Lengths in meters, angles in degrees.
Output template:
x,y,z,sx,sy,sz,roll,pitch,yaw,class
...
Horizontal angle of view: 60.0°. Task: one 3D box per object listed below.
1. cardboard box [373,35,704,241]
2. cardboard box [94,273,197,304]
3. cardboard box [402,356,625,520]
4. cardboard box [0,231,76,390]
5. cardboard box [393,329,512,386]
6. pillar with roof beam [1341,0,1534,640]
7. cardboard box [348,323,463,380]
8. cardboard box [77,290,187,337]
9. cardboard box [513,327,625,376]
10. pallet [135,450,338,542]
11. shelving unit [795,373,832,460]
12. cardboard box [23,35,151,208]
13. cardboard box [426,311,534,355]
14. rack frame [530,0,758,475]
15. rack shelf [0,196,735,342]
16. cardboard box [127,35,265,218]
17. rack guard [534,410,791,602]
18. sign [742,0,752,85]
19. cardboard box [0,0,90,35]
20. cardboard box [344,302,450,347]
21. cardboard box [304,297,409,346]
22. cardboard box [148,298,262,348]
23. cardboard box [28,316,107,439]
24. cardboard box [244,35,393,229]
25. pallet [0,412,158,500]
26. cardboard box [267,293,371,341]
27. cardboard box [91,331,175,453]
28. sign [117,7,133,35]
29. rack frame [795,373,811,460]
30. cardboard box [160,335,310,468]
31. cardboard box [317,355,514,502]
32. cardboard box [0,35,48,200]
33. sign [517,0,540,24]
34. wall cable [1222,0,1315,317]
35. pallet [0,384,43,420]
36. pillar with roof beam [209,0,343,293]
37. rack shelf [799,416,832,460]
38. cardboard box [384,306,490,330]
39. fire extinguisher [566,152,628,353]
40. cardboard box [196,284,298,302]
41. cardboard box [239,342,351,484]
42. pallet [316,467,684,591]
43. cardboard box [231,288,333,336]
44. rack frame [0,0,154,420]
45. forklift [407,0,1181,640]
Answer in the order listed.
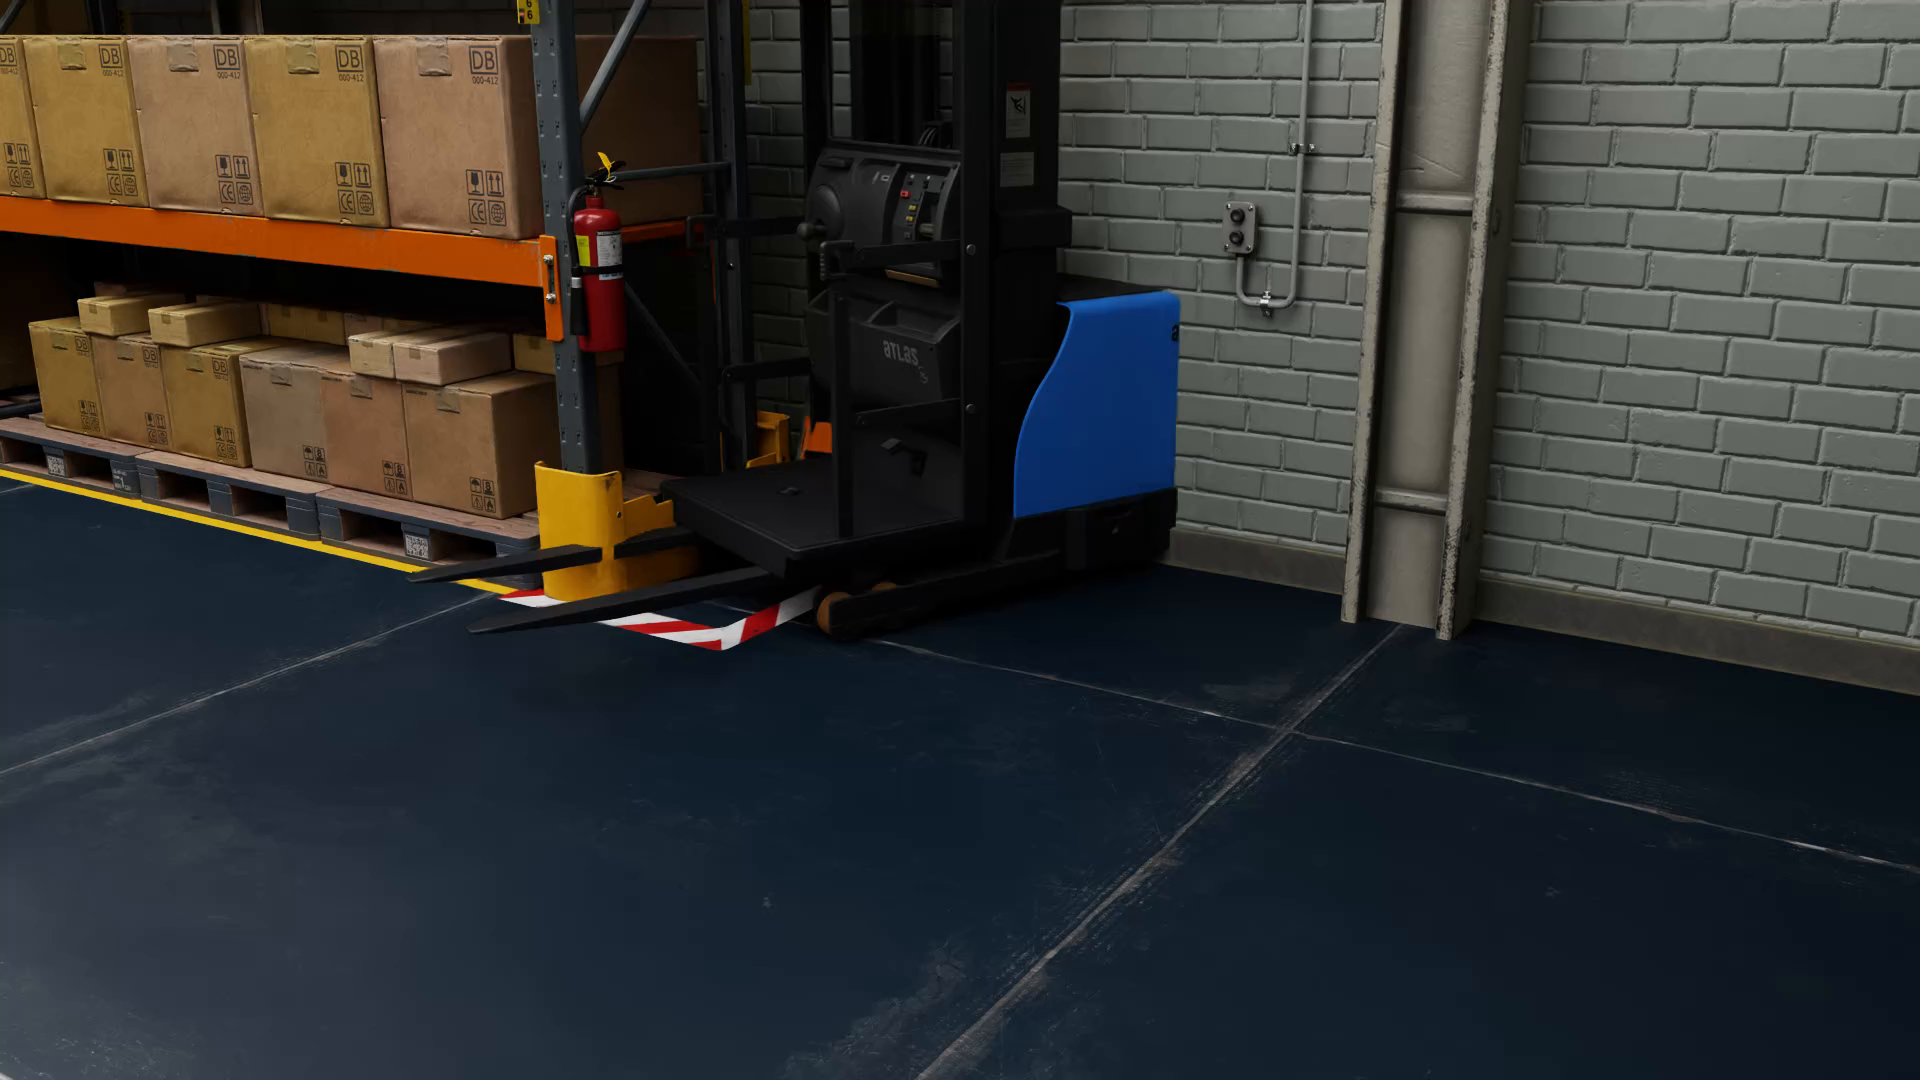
x,y,z,sx,sy,sz,roll,pitch,yaw,class
-1.586,-1.571,6.375,0.700,0.700,0.980,11,20,33,cardboard box
-3.991,-1.208,8.159,0.250,0.149,0.380,10,20,30,cardboard box
-1.795,-0.439,6.743,0.500,0.500,0.700,10,20,30,cardboard box
-5.177,-1.200,8.645,0.750,0.750,0.750,10,20,31,cardboard box
-2.000,-0.723,6.564,0.250,0.149,0.380,10,19,29,cardboard box
-0.646,-2.960,1.143,0.400,9.000,9.100,10,20,30,pillar with roof beam
-2.218,-0.762,6.691,0.250,0.149,0.380,11,20,32,cardboard box
-3.775,-1.039,7.604,0.250,0.149,0.380,11,20,32,cardboard box
-1.584,-0.780,6.749,0.250,0.149,0.380,10,20,30,cardboard box
-2.904,-0.306,7.525,1.213,0.211,1.003,10,20,30,pallet
-0.055,-0.522,6.659,1.048,1.125,0.538,8,-1,33,shelving unit
-3.482,-1.905,7.476,0.700,0.700,0.980,10,19,29,cardboard box
-2.016,-0.856,7.002,0.250,0.149,0.380,10,20,30,cardboard box
-1.147,-1.352,6.171,0.127,3.000,1.000,10,20,30,rack frame
-2.851,-1.312,7.277,4.000,0.370,1.077,10,20,30,rack shelf
-2.857,-1.797,7.120,0.700,0.700,0.980,9,19,27,cardboard box
-1.126,-0.152,6.523,0.348,0.500,1.175,10,20,30,rack guard
-0.851,-1.941,6.484,0.005,0.325,0.100,10,20,30,sign
-4.811,-2.654,8.447,0.500,0.250,0.500,11,20,32,cardboard box
-2.447,-0.933,7.254,0.250,0.149,0.380,10,20,31,cardboard box
-2.666,-0.972,7.382,0.250,0.149,0.380,10,20,31,cardboard box
-3.330,-0.960,7.343,0.250,0.149,0.380,9,19,28,cardboard box
-3.972,-0.826,8.019,0.500,0.500,0.700,10,20,31,cardboard box
-2.212,-1.679,6.730,0.700,0.700,0.980,10,20,30,cardboard box
-3.948,-0.491,8.135,1.213,0.211,1.003,10,20,30,pallet
-2.881,-1.011,7.509,0.250,0.149,0.380,10,19,29,cardboard box
-3.545,-0.749,7.764,0.500,0.500,0.700,10,20,30,cardboard box
-4.266,-2.550,8.490,0.005,0.325,0.100,10,20,30,sign
-0.476,-0.584,6.936,0.032,1.125,0.500,8,-1,33,rack frame
-3.109,-0.670,7.505,0.500,0.500,0.700,11,20,31,cardboard box
-2.222,-0.515,6.993,0.500,0.500,0.700,10,20,30,cardboard box
-4.101,-2.017,7.846,0.700,0.700,0.980,10,20,31,cardboard box
-1.442,-1.887,5.533,0.005,0.325,0.100,10,20,30,sign
0.439,-1.878,6.154,1.851,1.984,0.084,10,20,30,wall cable
-5.252,-0.725,8.905,1.213,0.211,1.003,10,20,30,pallet
-5.759,-3.873,4.147,0.400,9.000,9.100,10,20,30,pillar with roof beam
-0.092,-0.281,6.656,1.000,0.278,0.538,8,-1,33,rack shelf
-2.229,-0.895,7.128,0.250,0.149,0.380,10,20,31,cardboard box
-1.260,-0.999,5.785,0.183,0.674,0.296,10,20,30,fire extinguisher
-3.316,-1.088,7.765,0.250,0.149,0.380,9,19,28,cardboard box
-2.651,-0.591,7.244,0.500,0.500,0.700,9,19,28,cardboard box
-1.869,-0.120,6.913,1.213,0.211,1.003,10,20,30,pallet
-3.101,-1.050,7.638,0.250,0.149,0.380,10,20,31,cardboard box
-4.555,-1.960,8.174,0.127,3.000,1.000,10,20,30,rack frame
-0.461,-1.231,5.889,3.031,2.935,1.130,-11,20,-33,forklift
